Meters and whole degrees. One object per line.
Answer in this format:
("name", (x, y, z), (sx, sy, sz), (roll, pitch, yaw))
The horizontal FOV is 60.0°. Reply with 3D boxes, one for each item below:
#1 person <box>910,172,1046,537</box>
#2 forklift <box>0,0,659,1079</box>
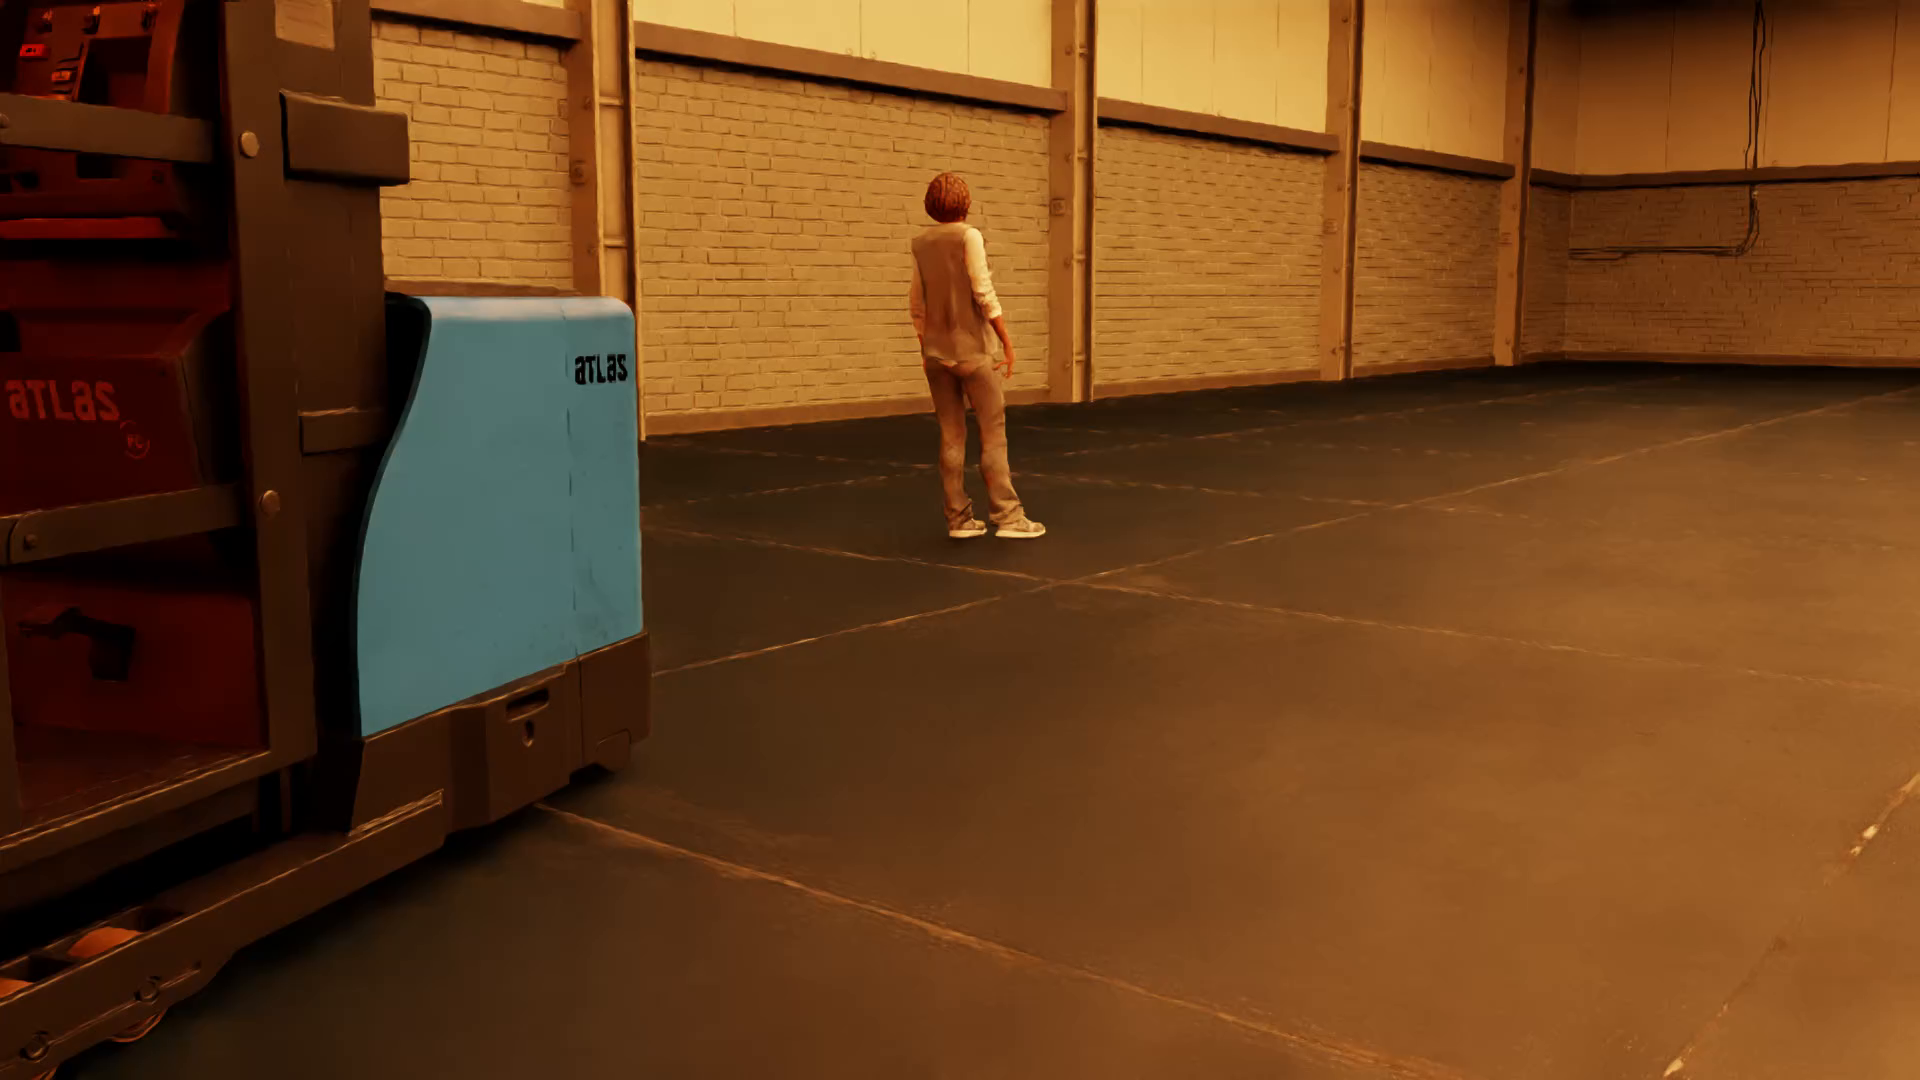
("person", (0.057, -0.804, 7.337), (0.521, 1.597, 0.474), (7, 11, 38))
("forklift", (-1.690, -0.760, 2.474), (1.130, 2.935, 3.031), (3, 9, 20))
